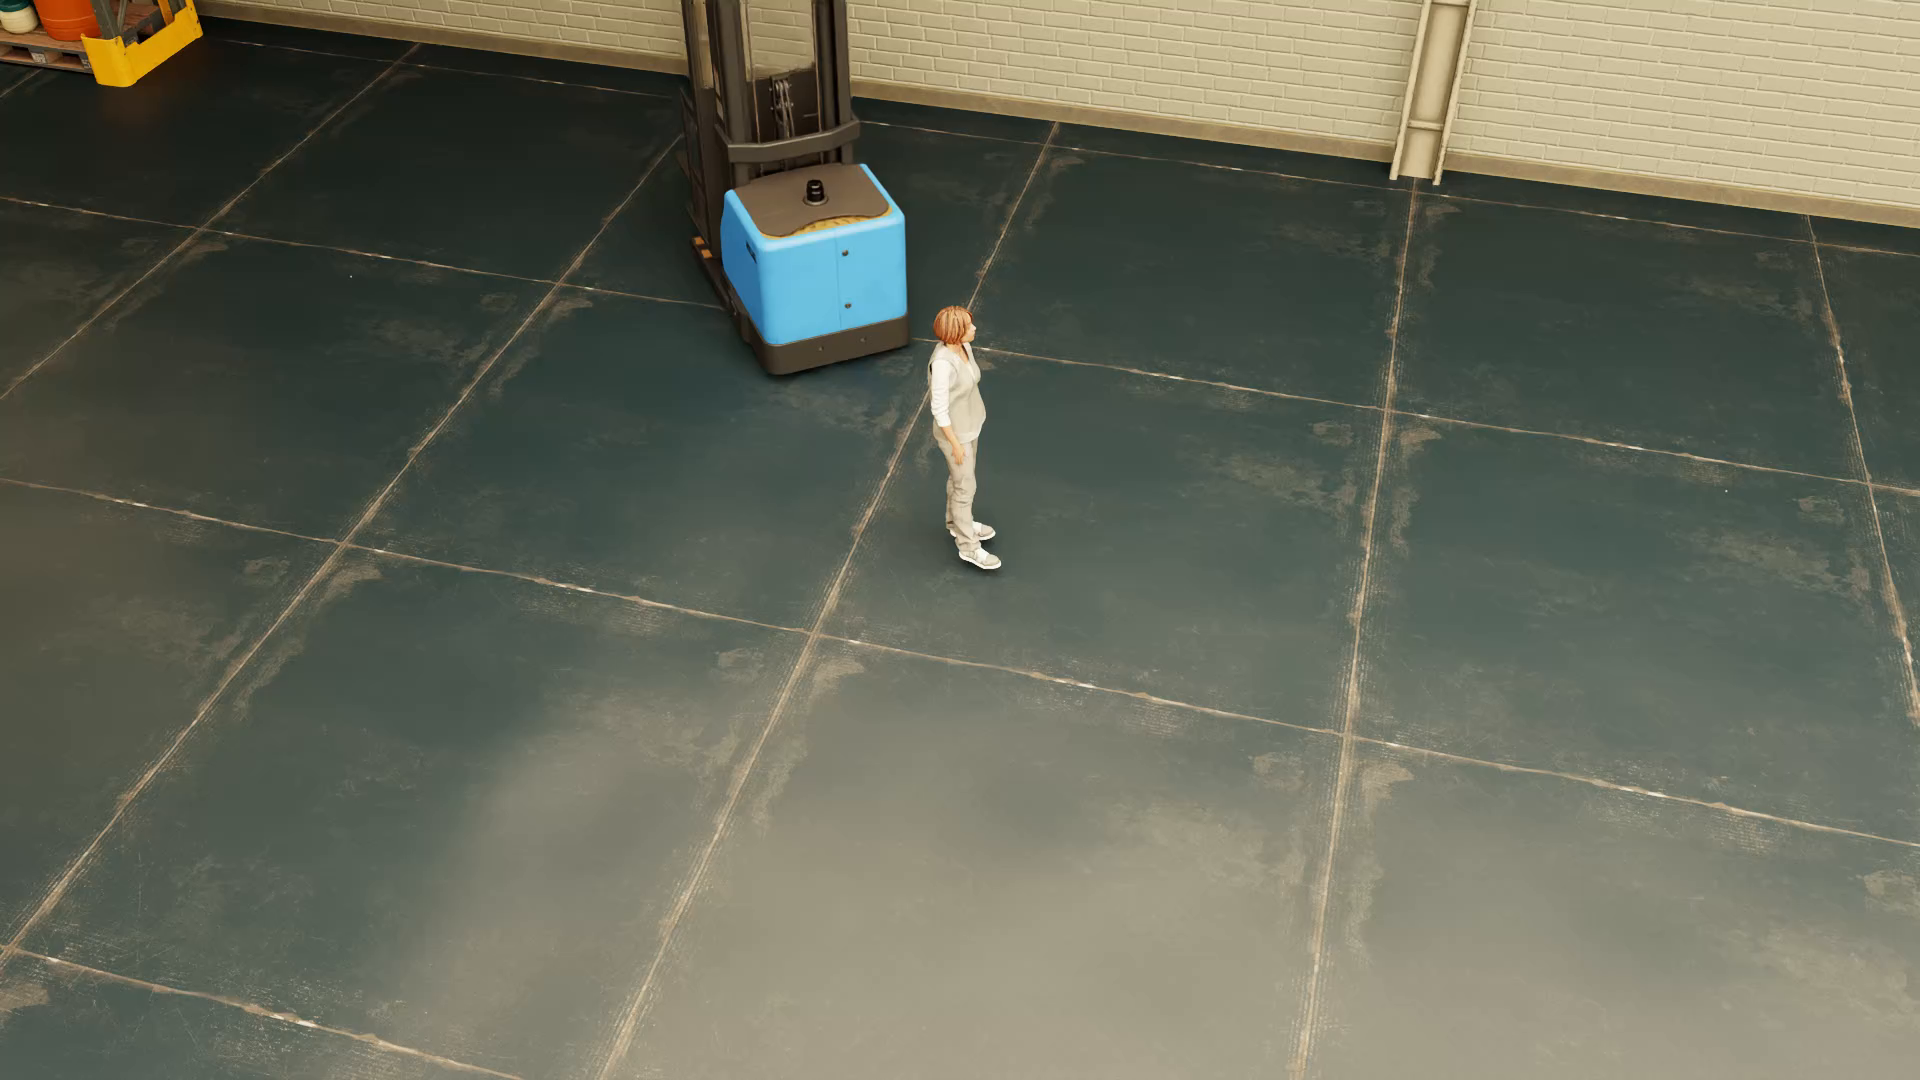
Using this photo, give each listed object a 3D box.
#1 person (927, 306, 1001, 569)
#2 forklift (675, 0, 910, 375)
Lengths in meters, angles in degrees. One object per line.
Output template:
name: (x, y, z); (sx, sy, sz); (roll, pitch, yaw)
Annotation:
person: (0.067, -0.615, 9.503); (0.475, 1.596, 0.520); (10, 42, 11)
forklift: (-1.382, -3.196, 11.507); (1.130, 2.935, 3.031); (-15, 44, -17)
